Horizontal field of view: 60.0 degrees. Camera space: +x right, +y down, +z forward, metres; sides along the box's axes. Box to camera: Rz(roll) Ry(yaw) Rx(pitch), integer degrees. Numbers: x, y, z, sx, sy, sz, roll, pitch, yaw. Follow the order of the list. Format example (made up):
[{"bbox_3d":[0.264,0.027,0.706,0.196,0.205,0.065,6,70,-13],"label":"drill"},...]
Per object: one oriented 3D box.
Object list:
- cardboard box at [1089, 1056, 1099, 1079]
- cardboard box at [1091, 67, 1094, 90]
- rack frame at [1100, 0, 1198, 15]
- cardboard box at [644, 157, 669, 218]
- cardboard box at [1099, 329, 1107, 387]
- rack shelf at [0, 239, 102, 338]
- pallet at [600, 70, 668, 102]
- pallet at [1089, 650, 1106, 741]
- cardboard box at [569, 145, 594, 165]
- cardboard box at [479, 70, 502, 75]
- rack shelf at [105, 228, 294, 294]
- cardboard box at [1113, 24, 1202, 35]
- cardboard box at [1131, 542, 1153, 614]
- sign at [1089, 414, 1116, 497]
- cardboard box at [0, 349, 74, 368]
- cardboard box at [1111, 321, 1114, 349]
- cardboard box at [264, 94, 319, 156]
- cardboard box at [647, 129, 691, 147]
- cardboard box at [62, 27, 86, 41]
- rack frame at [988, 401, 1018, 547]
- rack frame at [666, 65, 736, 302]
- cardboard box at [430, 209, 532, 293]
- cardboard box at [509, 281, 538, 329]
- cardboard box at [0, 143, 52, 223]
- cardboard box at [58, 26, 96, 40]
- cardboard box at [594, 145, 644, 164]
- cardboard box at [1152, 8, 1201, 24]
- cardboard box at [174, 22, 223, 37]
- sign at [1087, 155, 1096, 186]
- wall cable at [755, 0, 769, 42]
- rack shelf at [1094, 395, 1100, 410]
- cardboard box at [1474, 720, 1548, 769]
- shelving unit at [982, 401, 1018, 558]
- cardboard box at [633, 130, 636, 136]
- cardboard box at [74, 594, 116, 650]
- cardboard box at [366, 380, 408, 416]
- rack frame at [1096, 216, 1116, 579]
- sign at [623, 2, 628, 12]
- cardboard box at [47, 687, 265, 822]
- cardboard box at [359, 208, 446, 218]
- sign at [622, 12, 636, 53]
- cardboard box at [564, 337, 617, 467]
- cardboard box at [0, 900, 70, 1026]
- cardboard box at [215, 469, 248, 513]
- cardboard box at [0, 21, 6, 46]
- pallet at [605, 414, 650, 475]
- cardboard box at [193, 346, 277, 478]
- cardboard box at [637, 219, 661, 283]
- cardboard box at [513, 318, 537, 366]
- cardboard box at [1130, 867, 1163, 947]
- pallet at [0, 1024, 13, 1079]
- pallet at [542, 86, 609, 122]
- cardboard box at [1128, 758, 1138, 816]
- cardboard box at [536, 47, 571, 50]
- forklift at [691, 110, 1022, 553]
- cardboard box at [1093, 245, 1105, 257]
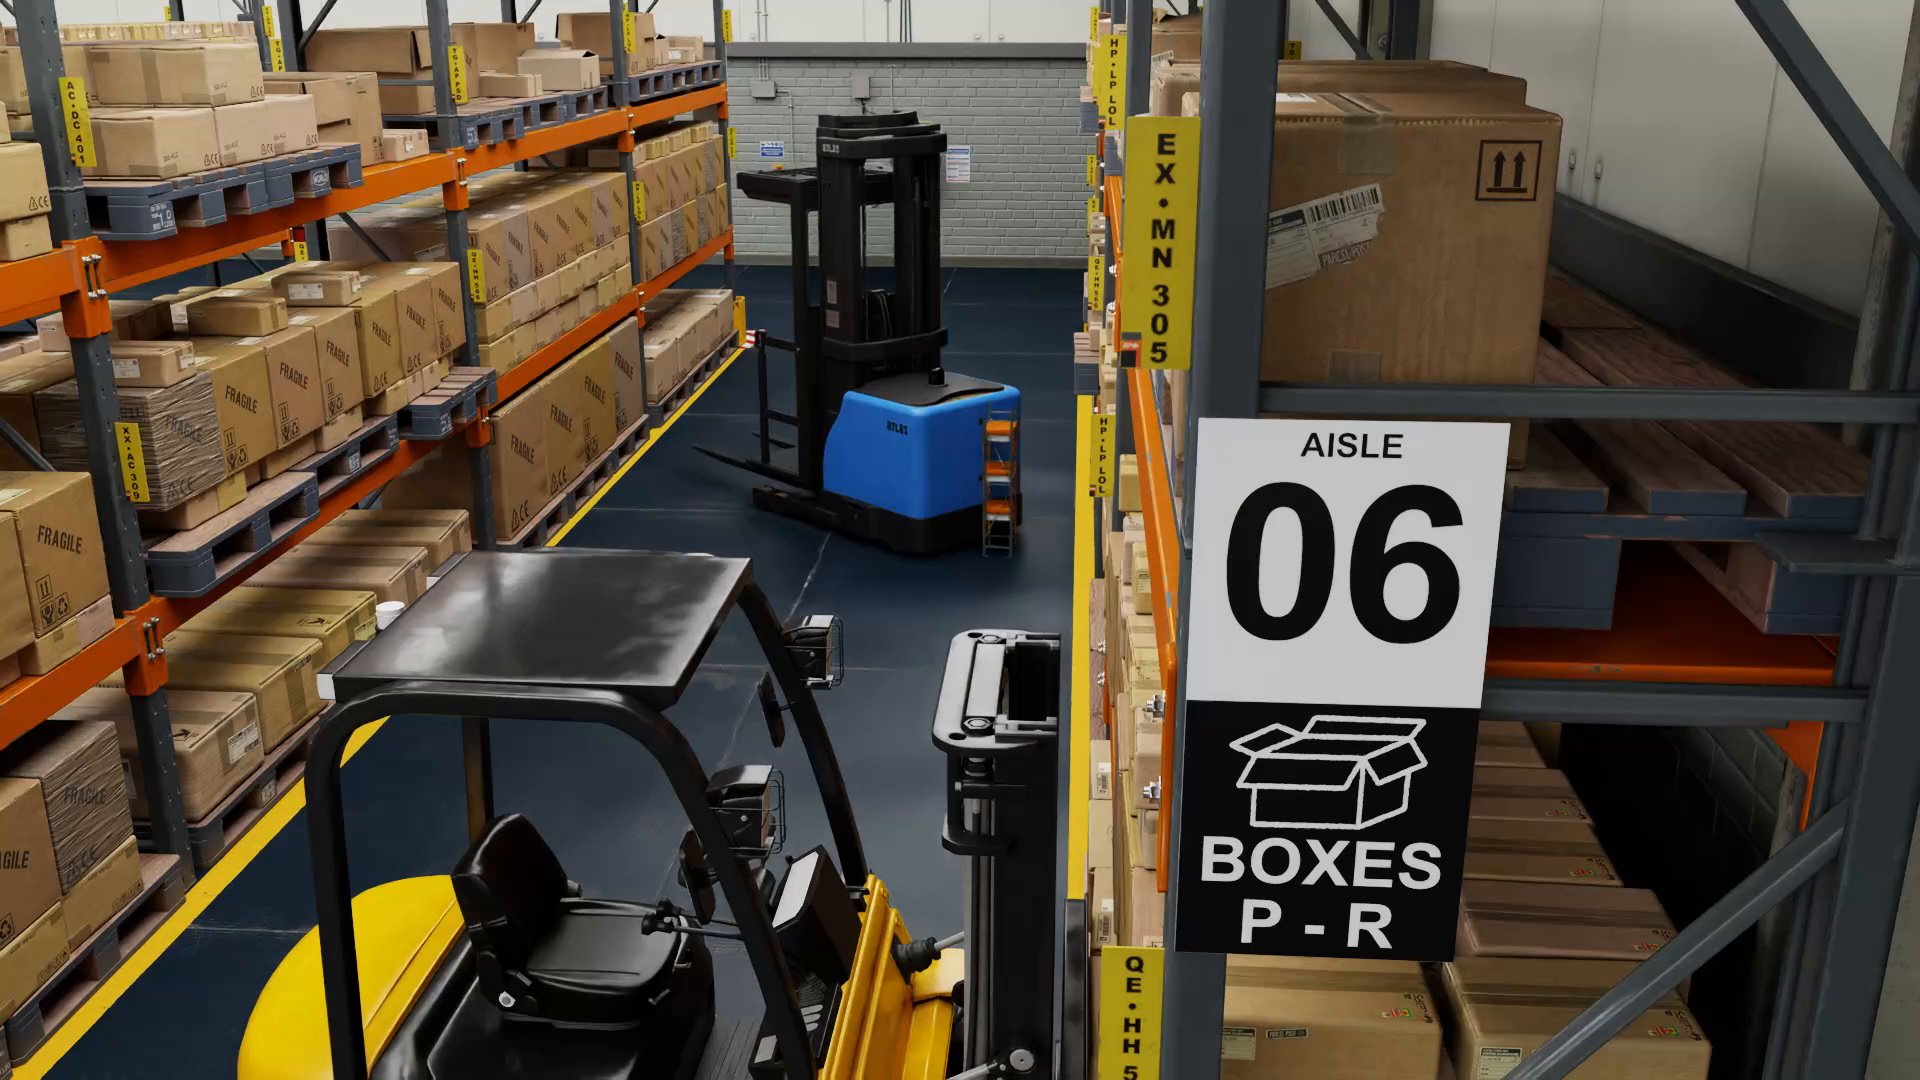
[{"bbox_3d":[0.581,1.609,4.330,0.500,0.250,0.500,2,18,5],"label":"cardboard box"},{"bbox_3d":[1.147,-3.357,12.103,0.380,0.149,0.250,2,18,5],"label":"cardboard box"},{"bbox_3d":[1.949,-6.377,16.934,1.000,3.000,0.127,1,18,4],"label":"rack frame"},{"bbox_3d":[-2.970,-3.216,15.153,0.500,0.500,0.500,1,18,3],"label":"cardboard box"},{"bbox_3d":[1.076,-1.076,9.828,0.500,0.250,0.500,1,18,4],"label":"cardboard box"},{"bbox_3d":[-4.005,-0.371,4.577,1.077,0.370,4.000,1,18,4],"label":"rack shelf"},{"bbox_3d":[-3.219,-4.031,14.732,1.003,0.211,1.213,1,18,4],"label":"pallet"},{"bbox_3d":[1.188,0.916,8.788,1.003,0.211,1.213,1,18,4],"label":"pallet"},{"bbox_3d":[-3.457,-3.407,14.695,0.380,0.149,0.250,2,18,5],"label":"cardboard box"},{"bbox_3d":[-3.728,-3.522,12.739,0.380,0.166,0.250,0,18,0],"label":"cardboard box"},{"bbox_3d":[-8.090,-2.752,16.660,1.077,0.370,4.000,1,18,4],"label":"rack shelf"},{"bbox_3d":[1.081,-2.542,9.051,0.500,0.500,0.500,1,18,4],"label":"cardboard box"},{"bbox_3d":[0.720,0.117,5.068,0.380,0.149,0.250,1,18,3],"label":"cardboard box"},{"bbox_3d":[0.547,-0.321,6.353,0.100,0.325,0.005,1,18,4],"label":"sign"},{"bbox_3d":[-4.023,-0.600,7.624,0.500,0.500,0.500,1,18,4],"label":"cardboard box"},{"bbox_3d":[1.049,-1.142,9.388,0.380,0.149,0.250,2,18,5],"label":"cardboard box"},{"bbox_3d":[-3.371,-1.950,7.805,0.500,0.250,0.500,1,18,3],"label":"cardboard box"},{"bbox_3d":[-2.864,-3.953,16.363,0.380,0.149,0.250,2,18,5],"label":"cardboard box"},{"bbox_3d":[-7.918,-4.423,14.584,0.380,0.149,0.250,1,18,2],"label":"cardboard box"},{"bbox_3d":[0.297,-0.455,11.626,0.200,1.050,0.008,3,18,8],"label":"rack frame"},{"bbox_3d":[-3.002,-3.636,18.202,1.000,3.000,0.127,1,18,4],"label":"rack frame"},{"bbox_3d":[-3.270,-1.976,11.370,0.500,0.500,0.500,1,18,4],"label":"cardboard box"},{"bbox_3d":[-3.254,-1.630,11.518,0.500,0.250,0.500,2,18,5],"label":"cardboard box"},{"bbox_3d":[-3.625,-1.261,5.900,0.500,0.250,0.500,1,18,3],"label":"cardboard box"},{"bbox_3d":[-7.956,-4.502,14.825,0.380,0.149,0.250,1,18,3],"label":"cardboard box"},{"bbox_3d":[-3.005,-3.397,14.664,0.380,0.149,0.250,2,18,5],"label":"cardboard box"},{"bbox_3d":[1.709,-4.079,13.162,0.396,0.266,0.258,1,18,3],"label":"cardboard box"},{"bbox_3d":[-7.810,-5.232,17.055,0.380,0.149,0.250,1,18,2],"label":"cardboard box"},{"bbox_3d":[1.408,-3.950,17.770,0.100,0.325,0.005,1,18,4],"label":"sign"},{"bbox_3d":[-2.875,-8.260,22.679,0.463,3.000,0.029,1,18,4],"label":"wall cable"},{"bbox_3d":[1.519,-1.321,12.293,1.077,0.370,4.000,1,18,4],"label":"rack shelf"},{"bbox_3d":[1.123,0.524,3.825,0.380,0.149,0.250,2,18,6],"label":"cardboard box"},{"bbox_3d":[0.278,-0.417,11.511,0.215,1.050,0.252,3,18,8],"label":"shelving unit"},{"bbox_3d":[-3.411,-3.960,16.384,0.380,0.149,0.250,1,18,4],"label":"cardboard box"},{"bbox_3d":[-3.581,0.317,6.542,0.380,0.149,0.250,1,18,3],"label":"cardboard box"},{"bbox_3d":[-3.316,-0.797,9.266,0.380,0.149,0.250,2,18,5],"label":"cardboard box"},{"bbox_3d":[1.376,-1.042,10.285,1.000,3.000,0.127,1,18,4],"label":"rack frame"},{"bbox_3d":[-3.555,-5.529,17.630,0.100,0.325,0.005,1,18,4],"label":"sign"},{"bbox_3d":[-3.827,0.977,7.669,0.950,0.372,0.625,2,18,5],"label":"cardboard box"},{"bbox_3d":[-3.770,-2.000,11.443,0.500,0.500,0.500,2,18,5],"label":"cardboard box"},{"bbox_3d":[-2.747,-4.205,13.787,0.100,0.325,0.005,1,18,4],"label":"sign"},{"bbox_3d":[-3.310,-1.108,13.227,0.875,0.875,0.875,2,18,6],"label":"cardboard box"},{"bbox_3d":[-3.664,1.553,6.107,0.500,0.250,0.500,1,18,2],"label":"cardboard box"},{"bbox_3d":[-3.481,-0.231,7.540,0.380,0.149,0.250,2,18,5],"label":"cardboard box"},{"bbox_3d":[-8.370,-4.030,13.753,0.700,0.500,0.500,1,18,4],"label":"cardboard box"},{"bbox_3d":[-3.269,-0.827,14.109,1.003,0.211,1.213,1,18,4],"label":"pallet"},{"bbox_3d":[-3.507,-0.592,7.601,0.500,0.500,0.500,1,18,4],"label":"cardboard box"},{"bbox_3d":[-2.994,-2.581,14.822,0.500,0.500,0.500,2,18,6],"label":"cardboard box"},{"bbox_3d":[-3.270,-1.386,11.577,0.500,0.250,0.500,1,18,2],"label":"cardboard box"},{"bbox_3d":[0.622,1.076,3.662,0.500,0.500,0.500,2,18,6],"label":"cardboard box"},{"bbox_3d":[-3.960,2.005,5.464,1.003,0.211,1.213,1,18,4],"label":"pallet"},{"bbox_3d":[-3.305,-3.442,13.101,0.805,0.209,1.217,1,18,2],"label":"pallet"},{"bbox_3d":[0.615,0.574,4.151,0.380,0.149,0.250,1,18,4],"label":"cardboard box"},{"bbox_3d":[-3.562,-4.208,14.511,0.396,0.266,0.258,2,18,6],"label":"cardboard box"},{"bbox_3d":[-0.924,-1.681,12.347,1.130,2.935,3.031,-16,24,-40],"label":"forklift"},{"bbox_3d":[1.309,-1.801,11.763,0.797,0.503,0.637,1,18,3],"label":"cardboard box"}]
